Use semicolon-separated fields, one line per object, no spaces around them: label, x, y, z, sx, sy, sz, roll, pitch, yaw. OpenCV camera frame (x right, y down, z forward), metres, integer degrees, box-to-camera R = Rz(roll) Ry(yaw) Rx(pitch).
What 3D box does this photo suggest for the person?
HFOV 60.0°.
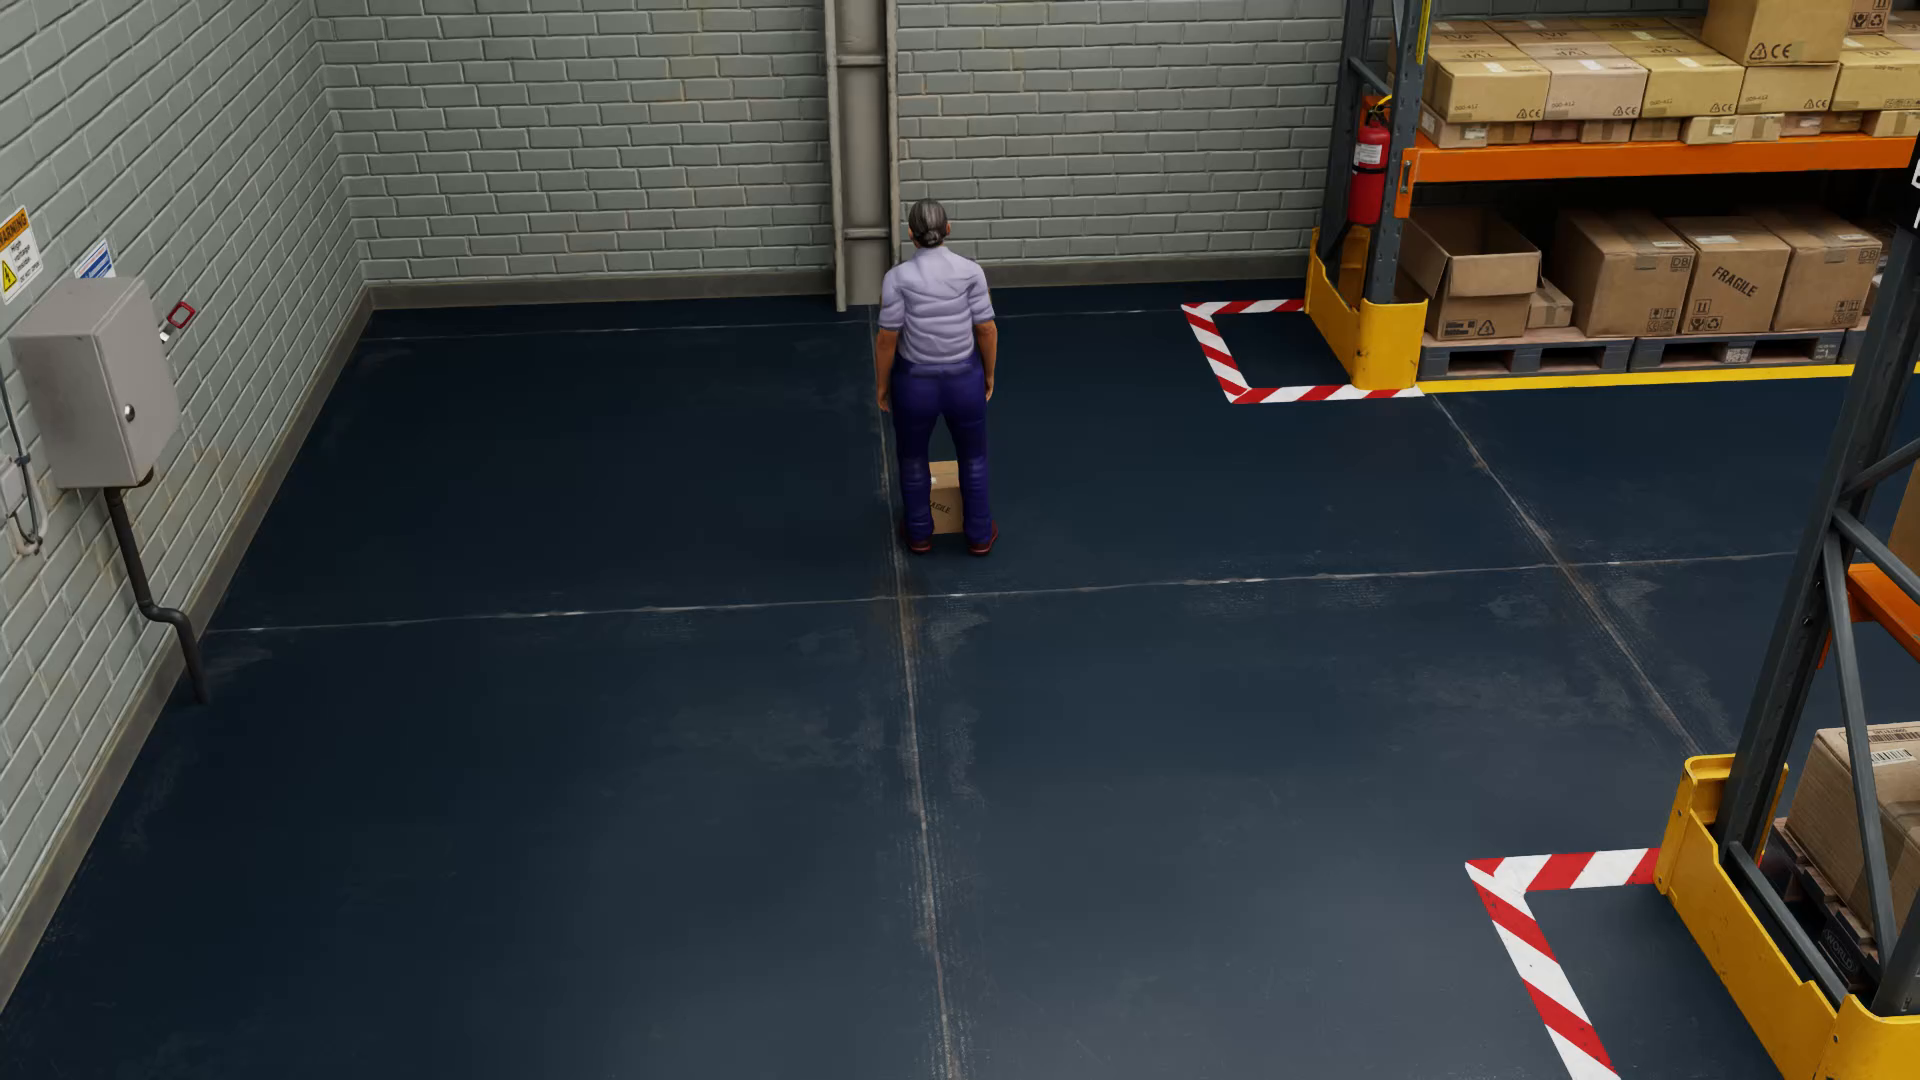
person;-0.092;-0.687;7.272;0.564;1.652;0.422;-4;32;-7
